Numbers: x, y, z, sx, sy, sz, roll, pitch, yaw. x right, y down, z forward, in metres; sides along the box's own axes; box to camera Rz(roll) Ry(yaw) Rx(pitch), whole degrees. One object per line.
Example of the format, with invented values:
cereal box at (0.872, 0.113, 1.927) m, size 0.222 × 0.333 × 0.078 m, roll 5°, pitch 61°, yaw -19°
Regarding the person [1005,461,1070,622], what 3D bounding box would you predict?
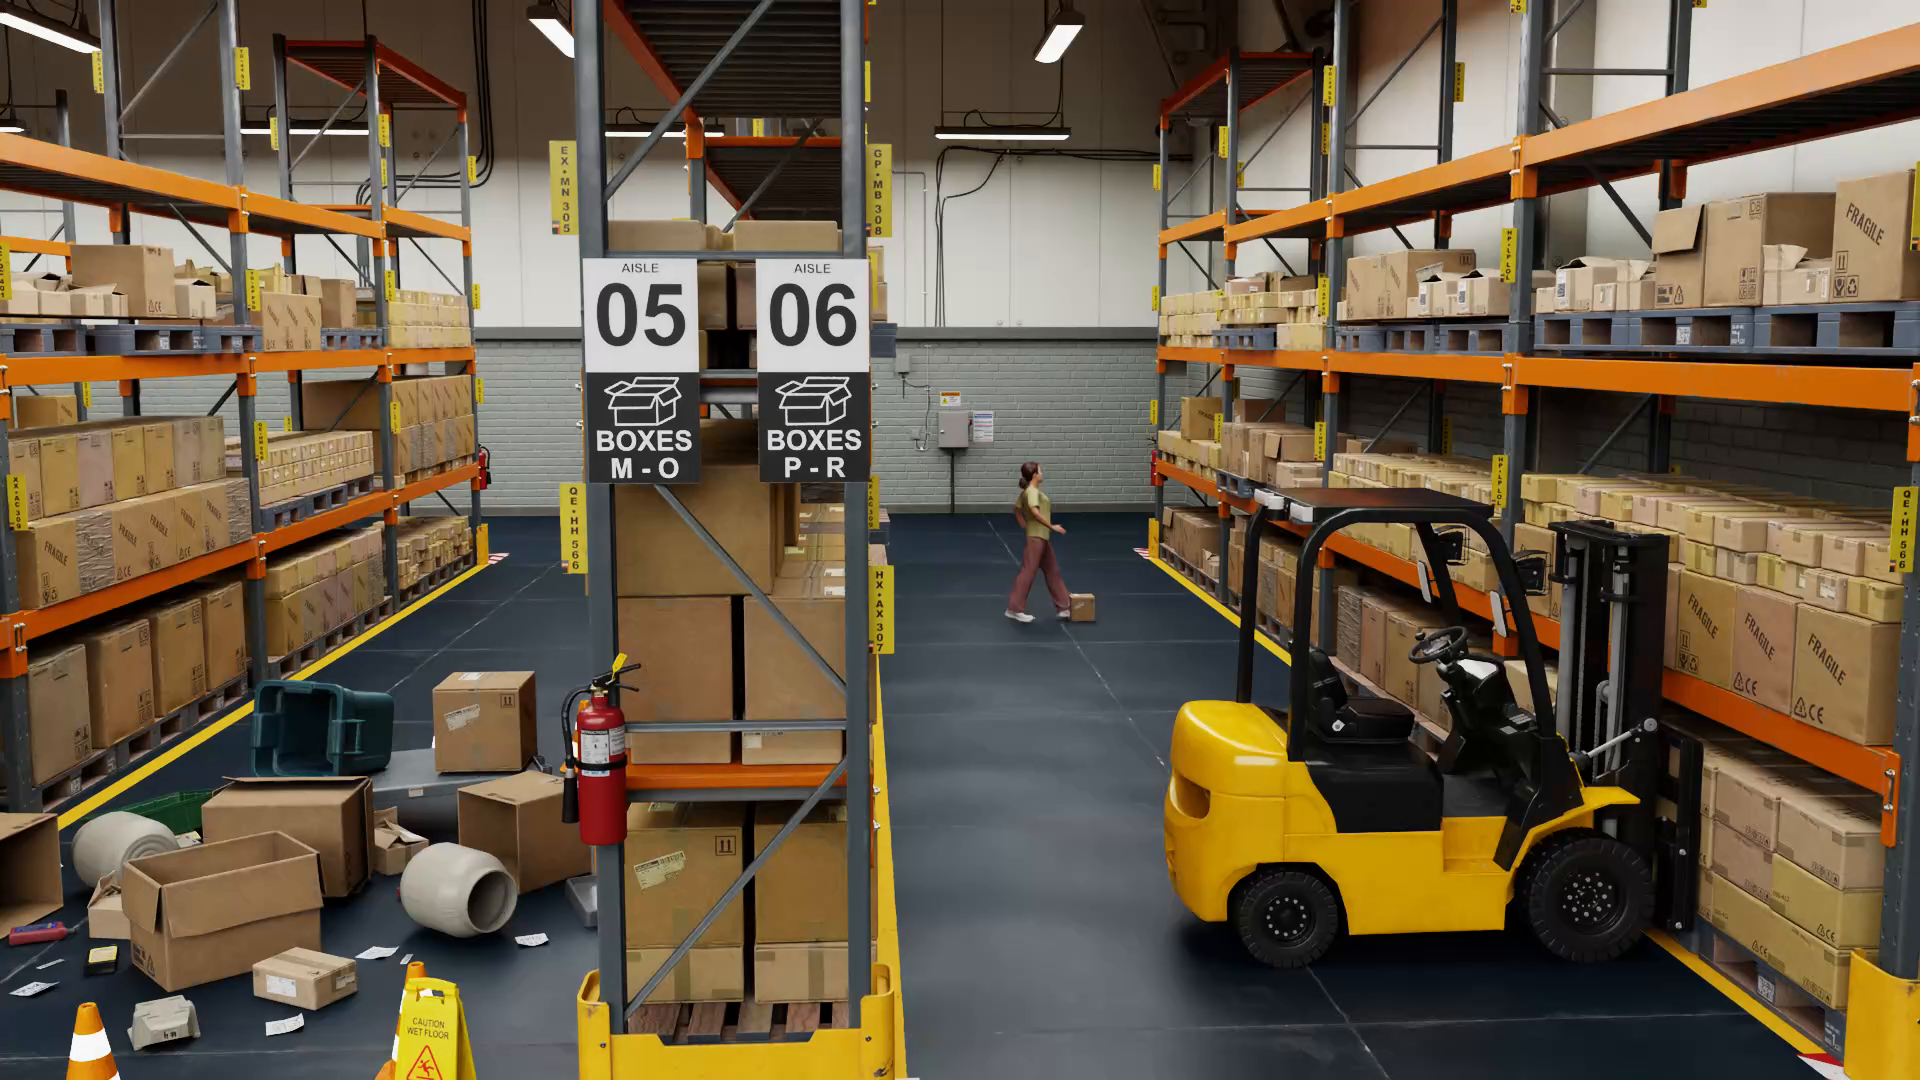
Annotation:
person at (0.900, 0.002, 17.248) m, size 0.868 × 1.645 × 0.551 m, roll 0°, pitch 7°, yaw 3°
